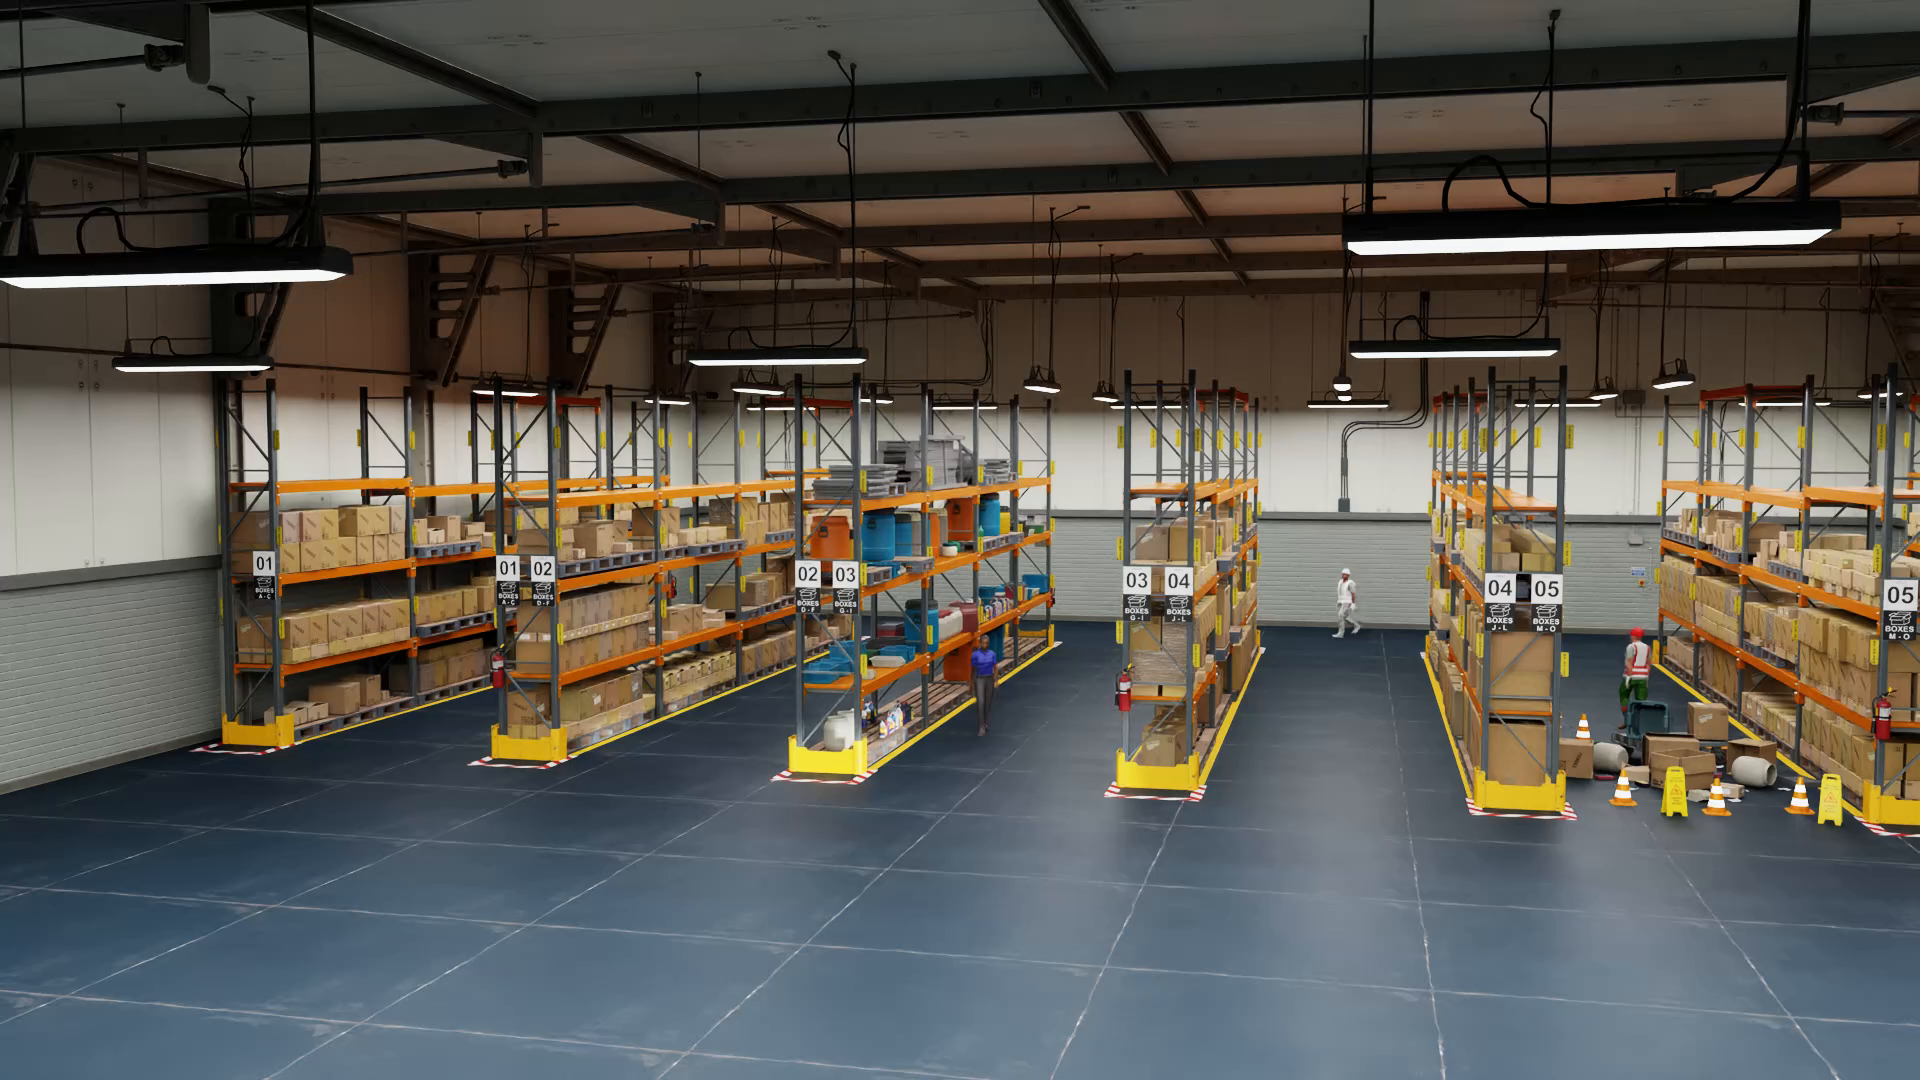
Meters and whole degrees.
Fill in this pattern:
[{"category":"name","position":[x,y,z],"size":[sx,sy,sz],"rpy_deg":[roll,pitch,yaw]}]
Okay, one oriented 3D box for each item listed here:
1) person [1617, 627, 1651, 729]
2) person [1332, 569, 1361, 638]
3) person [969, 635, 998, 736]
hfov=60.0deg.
[{"category":"person","position":[11.640,2.407,28.557],"size":[0.512,1.806,0.542],"rpy_deg":[0,3,3]},{"category":"person","position":[9.787,1.595,42.031],"size":[0.915,1.757,0.543],"rpy_deg":[-1,4,-18]},{"category":"person","position":[0.439,2.471,28.482],"size":[0.486,1.635,0.741],"rpy_deg":[-1,4,-23]}]
